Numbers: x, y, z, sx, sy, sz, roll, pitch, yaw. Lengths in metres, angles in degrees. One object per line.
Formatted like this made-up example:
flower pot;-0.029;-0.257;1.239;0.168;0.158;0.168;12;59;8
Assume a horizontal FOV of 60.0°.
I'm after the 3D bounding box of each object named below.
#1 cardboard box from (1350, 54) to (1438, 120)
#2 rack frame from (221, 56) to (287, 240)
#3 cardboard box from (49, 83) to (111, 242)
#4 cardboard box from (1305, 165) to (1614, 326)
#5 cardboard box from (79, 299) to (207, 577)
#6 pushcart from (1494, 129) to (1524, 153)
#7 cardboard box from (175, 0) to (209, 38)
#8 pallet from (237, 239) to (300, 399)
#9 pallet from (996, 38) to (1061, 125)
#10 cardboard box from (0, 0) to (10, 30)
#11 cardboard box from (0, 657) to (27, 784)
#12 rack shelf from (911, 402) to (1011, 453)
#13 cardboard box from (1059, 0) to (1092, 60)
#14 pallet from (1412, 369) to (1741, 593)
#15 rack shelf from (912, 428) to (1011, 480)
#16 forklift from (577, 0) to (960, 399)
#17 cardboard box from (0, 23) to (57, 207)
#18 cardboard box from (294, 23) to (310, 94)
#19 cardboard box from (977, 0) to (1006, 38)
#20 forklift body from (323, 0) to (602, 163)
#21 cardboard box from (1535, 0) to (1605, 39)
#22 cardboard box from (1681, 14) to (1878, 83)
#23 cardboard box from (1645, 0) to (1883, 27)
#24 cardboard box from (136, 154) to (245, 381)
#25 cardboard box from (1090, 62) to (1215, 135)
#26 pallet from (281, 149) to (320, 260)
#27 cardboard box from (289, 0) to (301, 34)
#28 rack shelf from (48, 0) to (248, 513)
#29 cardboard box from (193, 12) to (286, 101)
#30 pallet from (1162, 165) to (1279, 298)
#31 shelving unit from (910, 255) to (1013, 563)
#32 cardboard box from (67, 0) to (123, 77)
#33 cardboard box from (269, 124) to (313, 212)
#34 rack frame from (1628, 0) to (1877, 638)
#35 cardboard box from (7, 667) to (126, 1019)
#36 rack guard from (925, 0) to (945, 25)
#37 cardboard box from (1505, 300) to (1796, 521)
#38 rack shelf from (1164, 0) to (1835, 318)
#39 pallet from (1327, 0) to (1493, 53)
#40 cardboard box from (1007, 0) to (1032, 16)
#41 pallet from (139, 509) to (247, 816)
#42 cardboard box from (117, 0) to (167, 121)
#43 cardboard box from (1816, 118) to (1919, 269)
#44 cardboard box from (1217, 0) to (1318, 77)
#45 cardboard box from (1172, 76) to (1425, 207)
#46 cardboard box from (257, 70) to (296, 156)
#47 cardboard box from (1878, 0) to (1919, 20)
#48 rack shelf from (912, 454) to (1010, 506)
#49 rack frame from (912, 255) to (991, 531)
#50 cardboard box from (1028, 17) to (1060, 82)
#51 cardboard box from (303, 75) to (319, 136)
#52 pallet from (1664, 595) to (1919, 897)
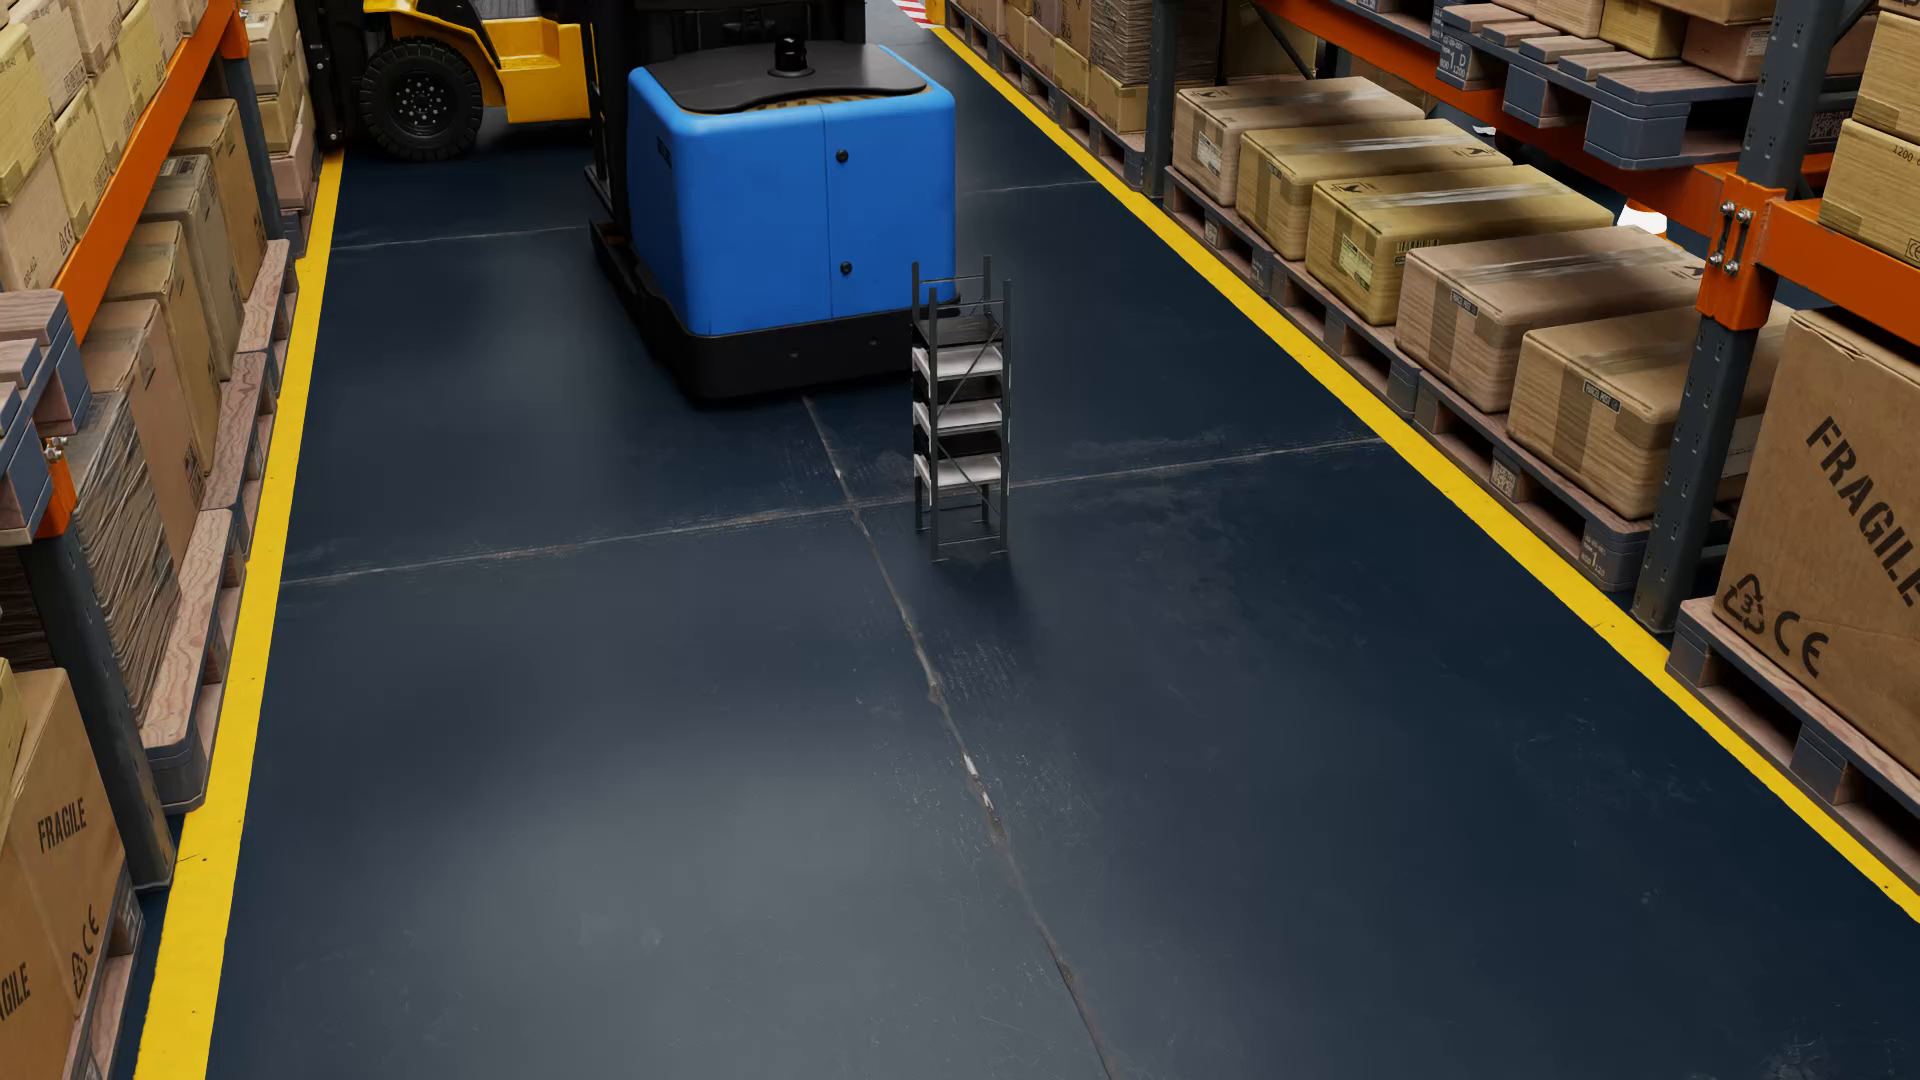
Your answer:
cardboard box;2.423;-2.665;9.352;0.500;0.500;0.500;13;32;21
rack frame;-3.389;-2.385;6.376;1.000;3.000;0.127;-8;31;-13
cardboard box;-2.338;-0.879;3.923;0.500;0.250;0.500;-9;31;-14
cardboard box;1.917;-1.156;6.457;0.950;0.372;0.625;-7;31;-12
cardboard box;-2.661;-0.225;4.595;0.875;0.625;0.625;-7;31;-12
pushcart;3.580;-2.239;8.742;1.648;0.377;0.936;-20;35;-30
cardboard box;-2.864;-1.870;5.635;0.500;0.250;0.500;-8;31;-14
pallet;-3.156;-0.828;6.469;1.003;0.211;1.213;-8;31;-13
pallet;0.856;-2.750;9.790;1.003;0.211;1.213;-8;31;-13
cardboard box;-2.200;-1.099;3.407;0.380;0.149;0.250;-7;31;-12
cardboard box;-1.952;0.371;3.043;0.380;0.149;0.250;-9;31;-16
rack shelf;0.002;-0.357;5.034;0.258;0.077;0.200;-8;31;-13
cardboard box;0.843;-2.859;8.772;0.500;0.500;0.500;-7;31;-12
pallet;2.251;-0.286;5.533;1.003;0.211;1.213;-8;31;-13
rack shelf;0.002;-0.279;5.080;0.258;0.077;0.200;-8;31;-13
forklift;-1.004;-2.500;6.644;1.130;2.935;3.031;-11;32;-18
cardboard box;-2.186;-0.855;3.383;0.500;0.250;0.500;-8;31;-13
cardboard box;-3.478;-2.355;8.151;0.500;0.250;0.500;-8;31;-14
cardboard box;0.409;-3.297;10.277;0.500;0.250;0.500;-7;31;-11
forklift body;-2.189;-3.276;8.764;2.313;2.155;1.214;-8;31;-13
cardboard box;1.892;-1.551;4.766;0.380;0.149;0.250;-8;31;-14
cardboard box;2.143;-1.315;4.359;0.380;0.149;0.250;-7;31;-11
cardboard box;2.068;-1.651;4.293;0.500;0.500;0.500;-9;31;-15
cardboard box;-3.041;-0.913;5.784;0.875;0.625;0.625;-8;31;-14
cardboard box;0.979;-2.288;8.535;0.500;0.250;0.500;-6;31;-11
pallet;-3.560;-1.568;7.748;1.003;0.211;1.213;-8;31;-13
cardboard box;-3.484;-2.572;8.027;0.500;0.250;0.500;-7;31;-12
rack shelf;-2.858;-1.108;4.888;1.077;0.370;4.000;-8;31;-13
cardboard box;-3.215;-2.085;7.185;0.500;0.250;0.500;-8;31;-14
pallet;1.603;-1.464;7.569;1.003;0.211;1.213;-8;31;-13
shelving unit;0.002;-0.386;5.018;0.258;0.900;0.210;-8;31;-13
cardboard box;-2.463;-1.349;4.236;0.500;0.250;0.500;-9;31;-15
cardboard box;-3.198;-1.654;7.440;0.500;0.250;0.500;-8;31;-13
rack frame;2.457;-1.115;4.182;1.000;3.000;0.127;-8;31;-13
cardboard box;-2.008;0.623;3.256;0.500;0.500;0.500;-7;31;-12
rack guard;0.354;-3.860;11.420;1.175;0.500;0.348;-8;31;-13
cardboard box;2.317;-0.434;5.209;0.950;0.372;0.625;-10;32;-17
rack shelf;1.926;-1.770;6.031;1.077;0.370;4.000;-8;31;-13
pallet;1.892;-1.983;5.872;1.003;0.211;1.213;-8;31;-13
cardboard box;0.556;-3.362;9.641;0.500;0.500;0.500;-7;31;-12
pallet;-2.508;0.351;4.433;1.003;0.211;1.213;-8;31;-13
cardboard box;-2.618;-1.377;4.785;0.500;0.250;0.500;-7;31;-12
cardboard box;2.344;-0.780;3.753;0.500;0.250;0.500;-8;31;-14
cardboard box;1.499;-2.684;8.470;0.500;0.500;0.500;-6;31;-11
cardboard box;1.537;-1.838;7.636;0.950;0.372;0.625;-7;31;-13
cardboard box;-3.220;-1.868;7.309;0.500;0.250;0.500;-8;31;-14
cardboard box;2.352;-1.320;3.439;0.500;0.500;0.500;-9;31;-15
rack shelf;0.002;-0.201;5.125;0.258;0.077;0.200;-8;31;-13
rack frame;-0.025;-0.435;5.103;0.240;0.900;0.006;-8;31;-13
cardboard box;0.698;-2.790;9.402;0.500;0.250;0.500;-7;31;-13
cardboard box;-3.500;-2.144;8.285;0.500;0.250;0.500;-7;31;-12
pallet;2.594;0.483;4.205;1.003;0.211;1.213;-8;31;-13
